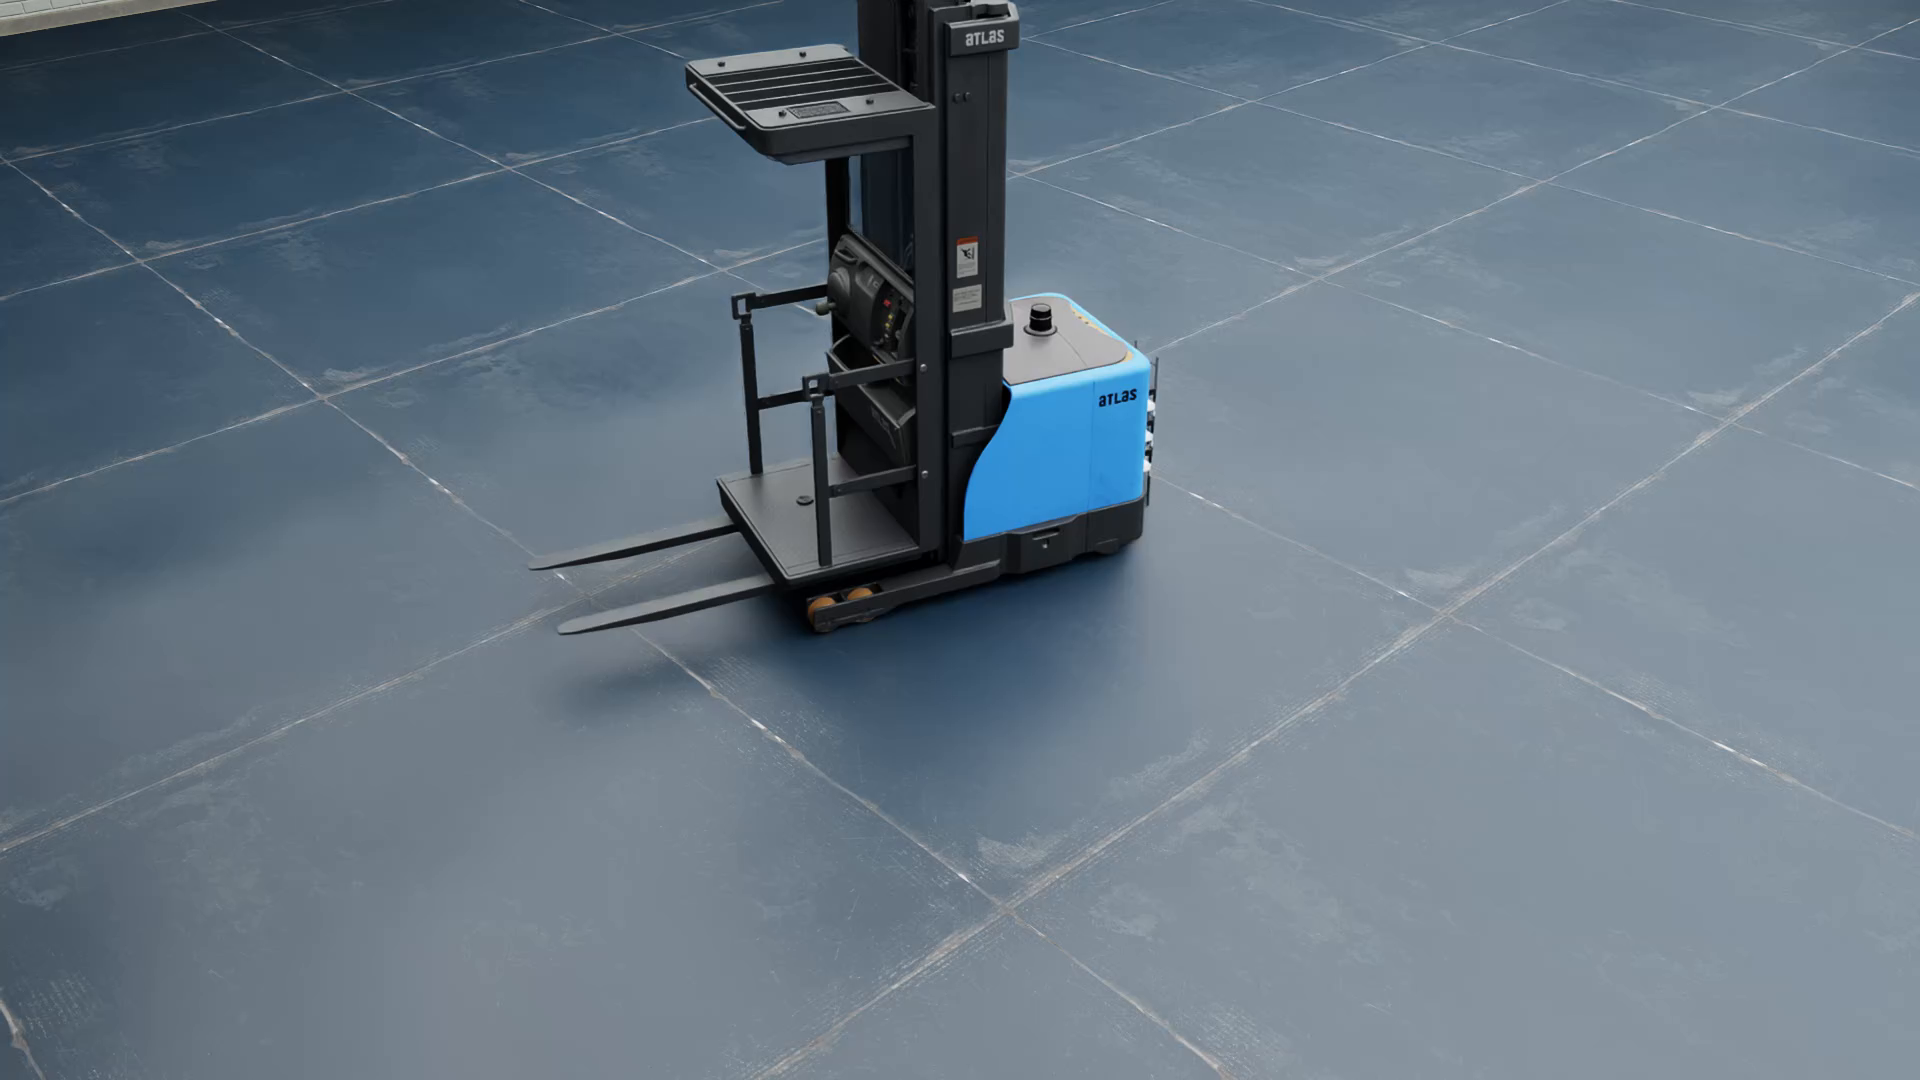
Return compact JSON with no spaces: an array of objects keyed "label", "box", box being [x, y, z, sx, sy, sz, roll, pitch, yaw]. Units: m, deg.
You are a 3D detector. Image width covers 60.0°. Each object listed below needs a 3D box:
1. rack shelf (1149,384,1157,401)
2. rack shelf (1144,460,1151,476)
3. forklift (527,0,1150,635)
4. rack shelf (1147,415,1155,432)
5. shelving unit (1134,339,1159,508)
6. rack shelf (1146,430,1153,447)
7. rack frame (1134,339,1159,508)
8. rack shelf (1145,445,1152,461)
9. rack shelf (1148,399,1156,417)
[{"label":"rack shelf","box":[0.881,-0.795,8.734,0.200,0.077,0.258,-14,34,-21]},{"label":"rack shelf","box":[0.881,-0.411,8.969,0.200,0.077,0.258,-14,34,-21]},{"label":"forklift","box":[-0.607,-1.120,7.773,3.031,2.935,1.130,-14,34,-21]},{"label":"rack shelf","box":[0.881,-0.642,8.828,0.200,0.077,0.258,-14,34,-21]},{"label":"shelving unit","box":[0.881,-0.593,8.858,0.210,0.900,0.258,-14,34,-21]},{"label":"rack shelf","box":[0.881,-0.565,8.875,0.200,0.077,0.258,-14,34,-21]},{"label":"rack frame","box":[0.973,-0.616,8.895,0.006,0.900,0.240,-14,34,-21]},{"label":"rack shelf","box":[0.881,-0.488,8.922,0.200,0.077,0.258,-14,34,-21]},{"label":"rack shelf","box":[0.881,-0.719,8.781,0.200,0.077,0.258,-14,34,-21]}]
